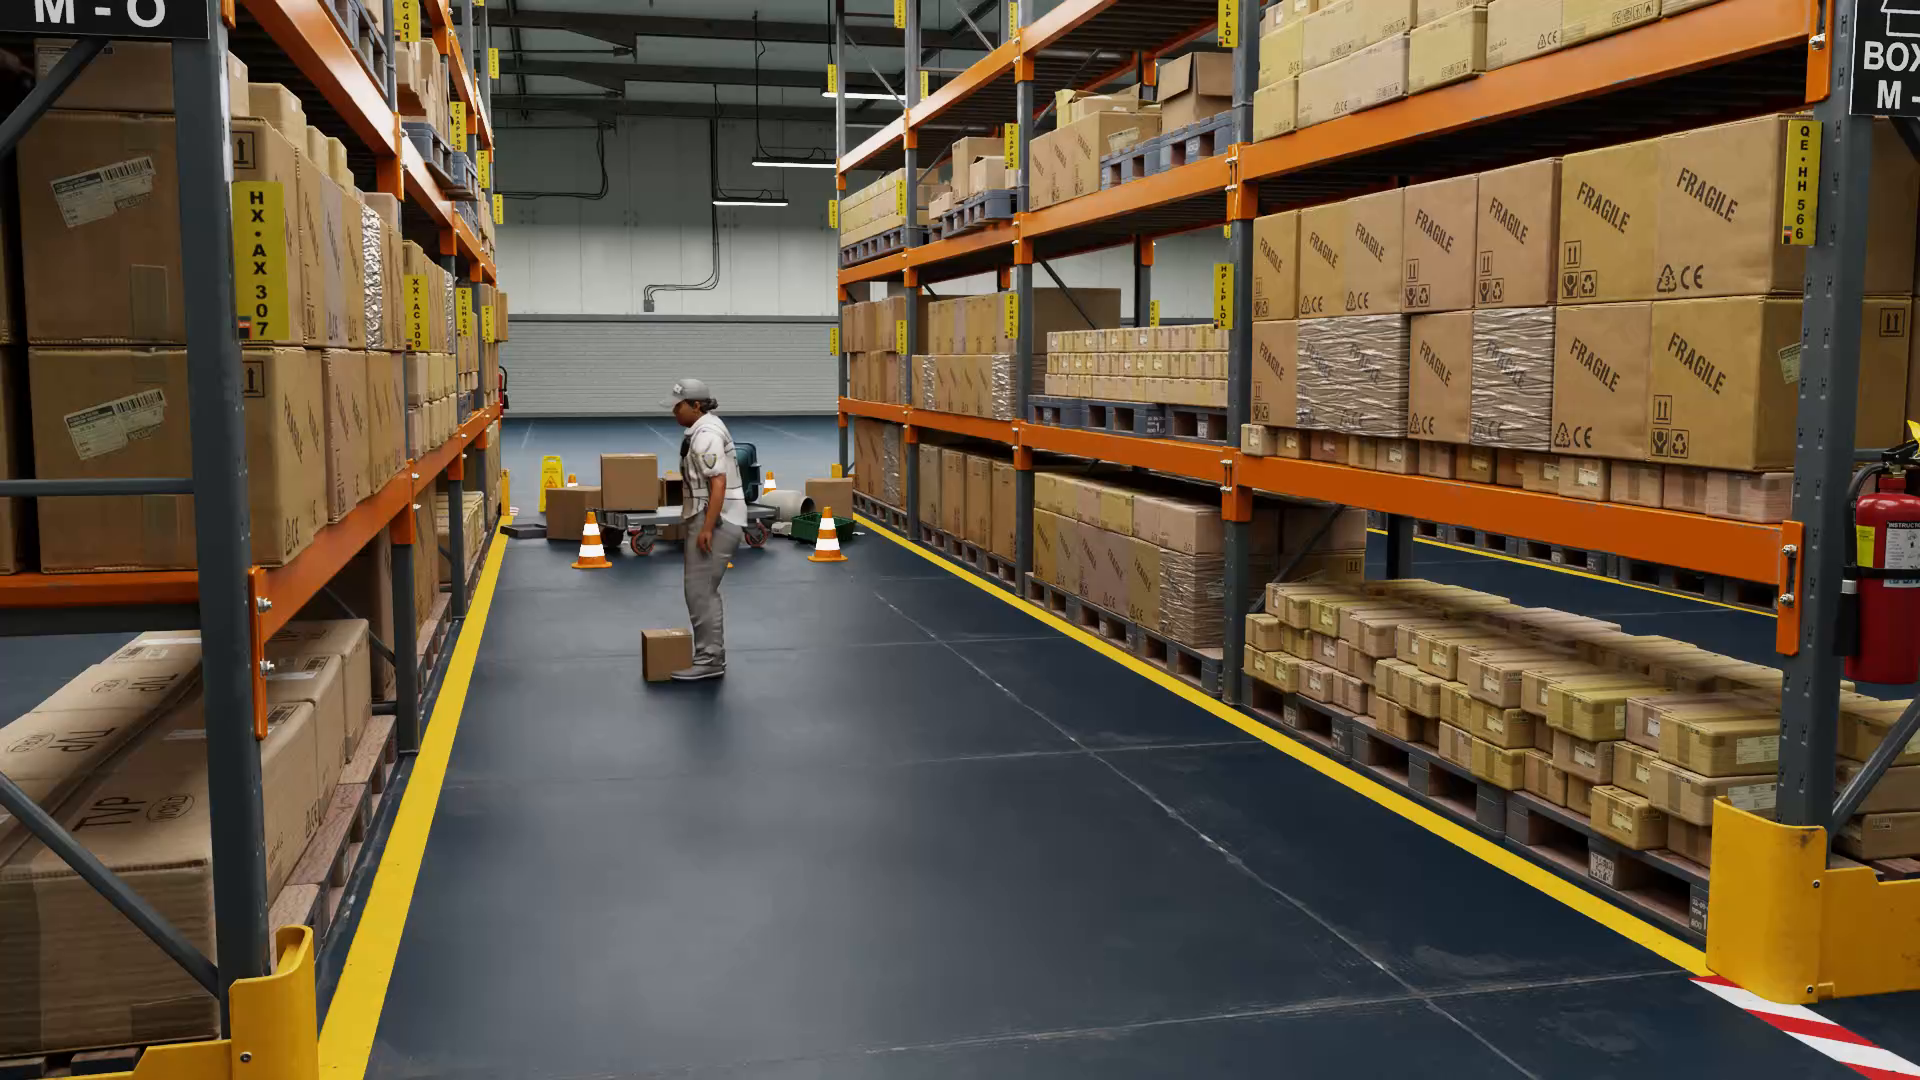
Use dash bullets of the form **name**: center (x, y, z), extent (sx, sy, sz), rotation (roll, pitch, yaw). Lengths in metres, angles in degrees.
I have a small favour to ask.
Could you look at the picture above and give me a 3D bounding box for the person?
- **person**: center (-1.441, -0.069, 9.288), extent (0.459, 1.666, 0.547), rotation (-2, 6, -14)
